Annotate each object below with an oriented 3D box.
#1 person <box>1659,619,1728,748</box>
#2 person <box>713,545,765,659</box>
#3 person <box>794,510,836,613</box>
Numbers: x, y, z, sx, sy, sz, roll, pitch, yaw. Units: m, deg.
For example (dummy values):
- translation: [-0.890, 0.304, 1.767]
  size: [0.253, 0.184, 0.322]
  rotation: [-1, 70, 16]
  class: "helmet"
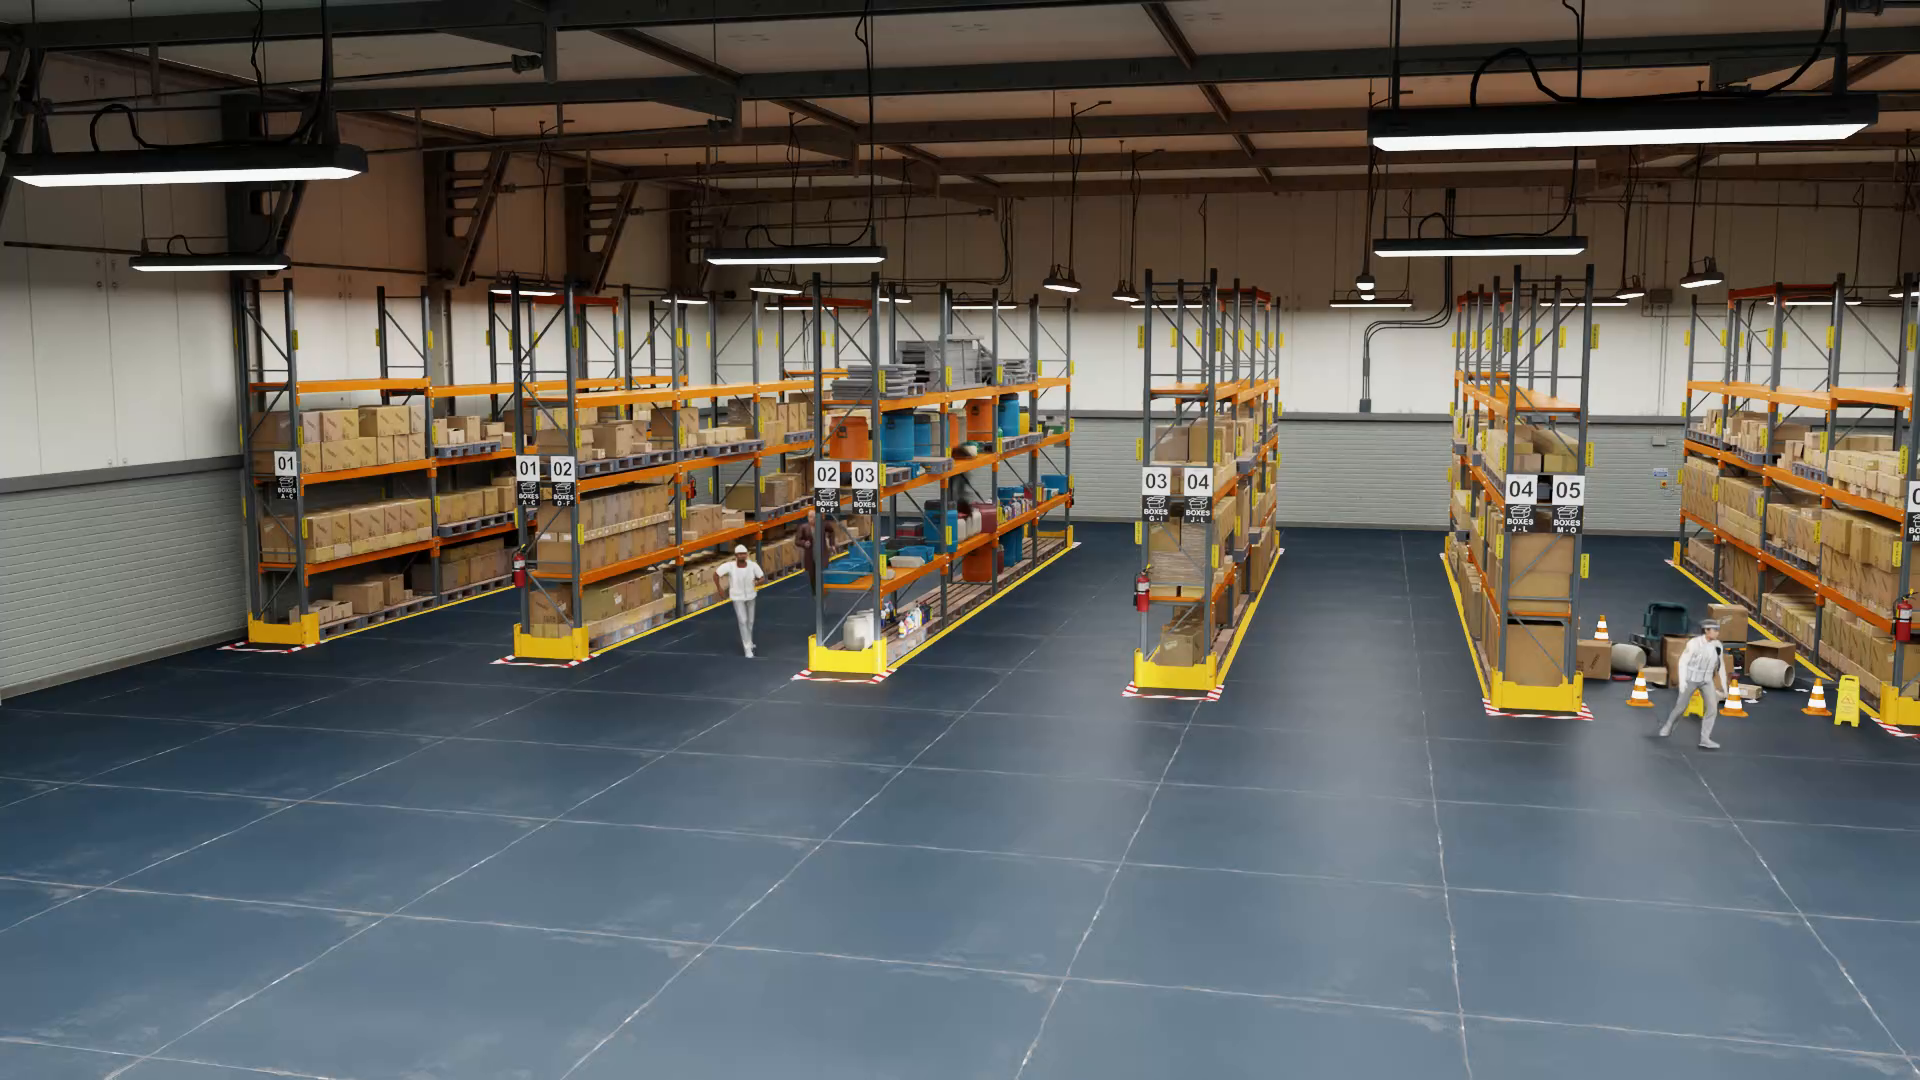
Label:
- translation: [9.153, 1.735, 20.695]
  size: [0.661, 1.607, 0.833]
  rotation: [-1, 7, -9]
  class: "person"
- translation: [-3.485, 0.973, 26.485]
  size: [0.805, 1.825, 0.722]
  rotation: [-3, 8, -24]
  class: "person"
- translation: [-2.552, 0.352, 29.444]
  size: [0.699, 1.821, 1.026]
  rotation: [0, 7, 3]
  class: "person"
